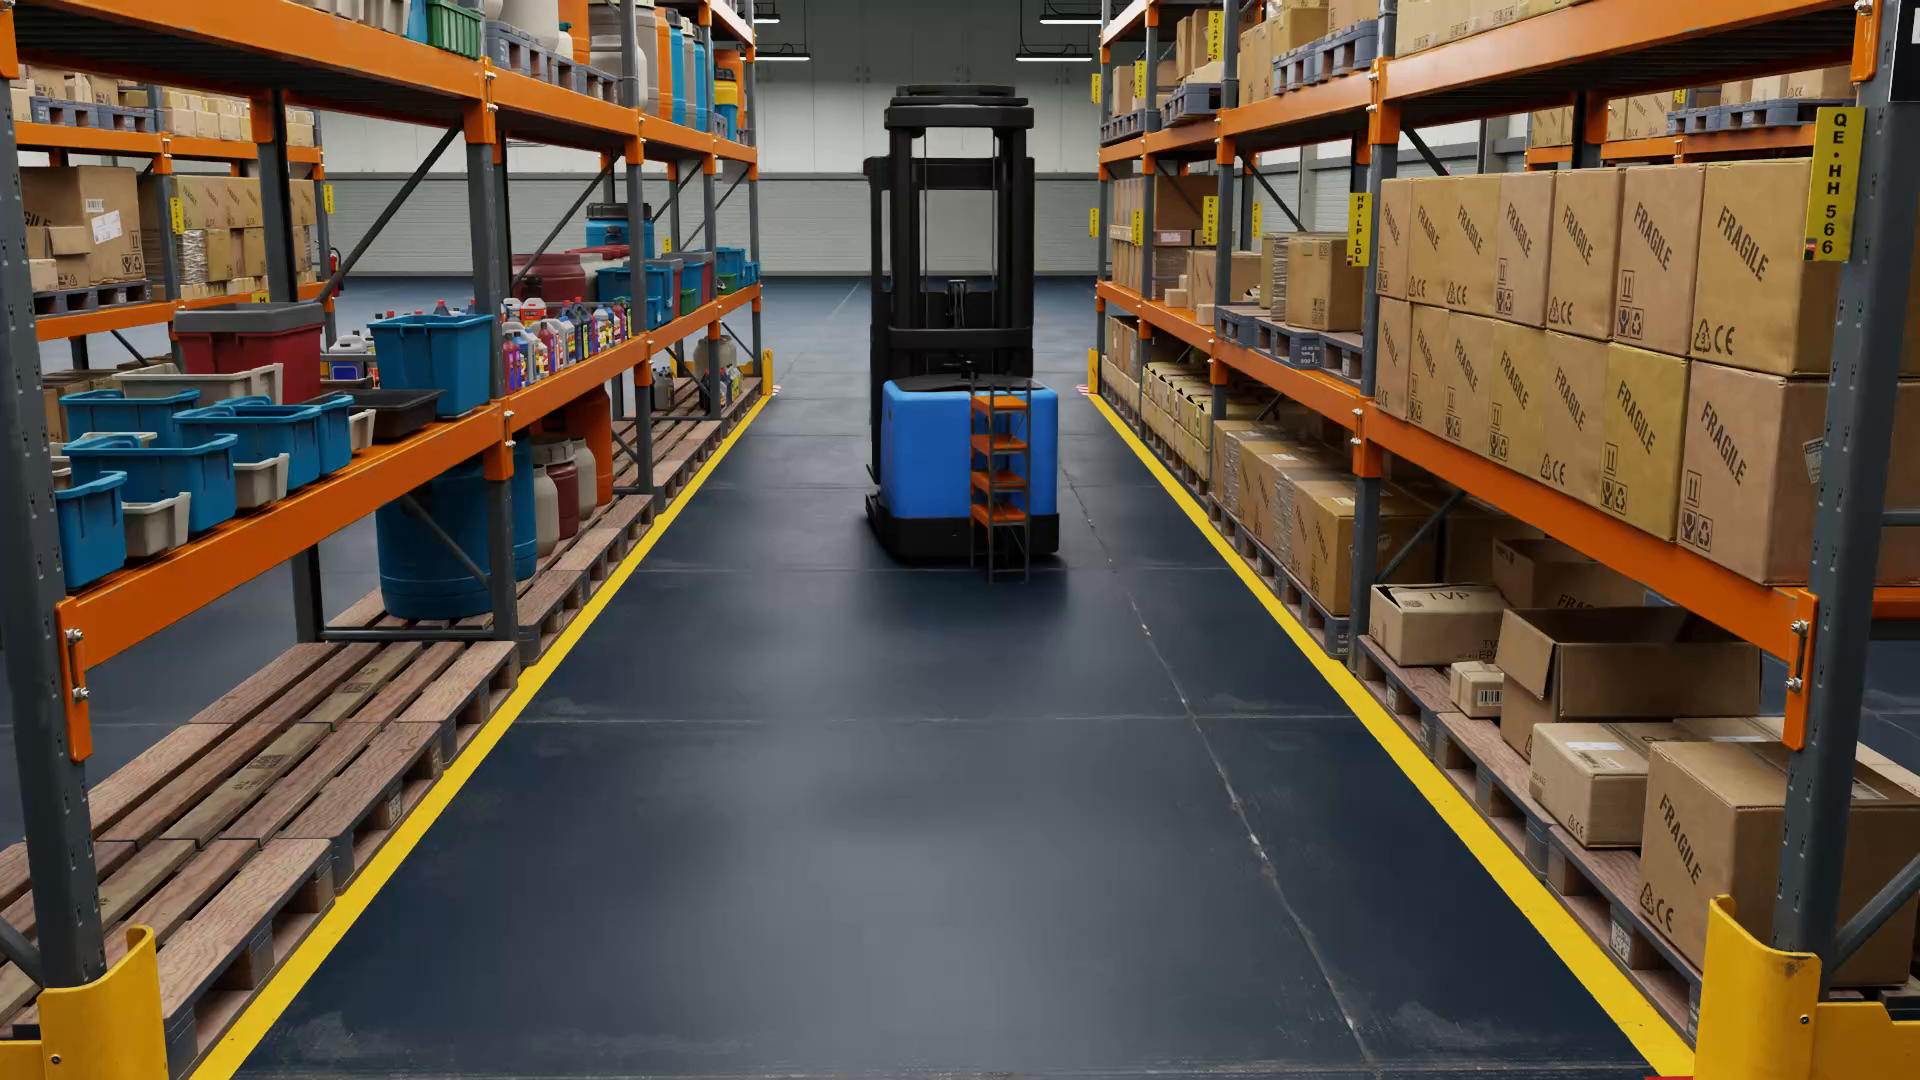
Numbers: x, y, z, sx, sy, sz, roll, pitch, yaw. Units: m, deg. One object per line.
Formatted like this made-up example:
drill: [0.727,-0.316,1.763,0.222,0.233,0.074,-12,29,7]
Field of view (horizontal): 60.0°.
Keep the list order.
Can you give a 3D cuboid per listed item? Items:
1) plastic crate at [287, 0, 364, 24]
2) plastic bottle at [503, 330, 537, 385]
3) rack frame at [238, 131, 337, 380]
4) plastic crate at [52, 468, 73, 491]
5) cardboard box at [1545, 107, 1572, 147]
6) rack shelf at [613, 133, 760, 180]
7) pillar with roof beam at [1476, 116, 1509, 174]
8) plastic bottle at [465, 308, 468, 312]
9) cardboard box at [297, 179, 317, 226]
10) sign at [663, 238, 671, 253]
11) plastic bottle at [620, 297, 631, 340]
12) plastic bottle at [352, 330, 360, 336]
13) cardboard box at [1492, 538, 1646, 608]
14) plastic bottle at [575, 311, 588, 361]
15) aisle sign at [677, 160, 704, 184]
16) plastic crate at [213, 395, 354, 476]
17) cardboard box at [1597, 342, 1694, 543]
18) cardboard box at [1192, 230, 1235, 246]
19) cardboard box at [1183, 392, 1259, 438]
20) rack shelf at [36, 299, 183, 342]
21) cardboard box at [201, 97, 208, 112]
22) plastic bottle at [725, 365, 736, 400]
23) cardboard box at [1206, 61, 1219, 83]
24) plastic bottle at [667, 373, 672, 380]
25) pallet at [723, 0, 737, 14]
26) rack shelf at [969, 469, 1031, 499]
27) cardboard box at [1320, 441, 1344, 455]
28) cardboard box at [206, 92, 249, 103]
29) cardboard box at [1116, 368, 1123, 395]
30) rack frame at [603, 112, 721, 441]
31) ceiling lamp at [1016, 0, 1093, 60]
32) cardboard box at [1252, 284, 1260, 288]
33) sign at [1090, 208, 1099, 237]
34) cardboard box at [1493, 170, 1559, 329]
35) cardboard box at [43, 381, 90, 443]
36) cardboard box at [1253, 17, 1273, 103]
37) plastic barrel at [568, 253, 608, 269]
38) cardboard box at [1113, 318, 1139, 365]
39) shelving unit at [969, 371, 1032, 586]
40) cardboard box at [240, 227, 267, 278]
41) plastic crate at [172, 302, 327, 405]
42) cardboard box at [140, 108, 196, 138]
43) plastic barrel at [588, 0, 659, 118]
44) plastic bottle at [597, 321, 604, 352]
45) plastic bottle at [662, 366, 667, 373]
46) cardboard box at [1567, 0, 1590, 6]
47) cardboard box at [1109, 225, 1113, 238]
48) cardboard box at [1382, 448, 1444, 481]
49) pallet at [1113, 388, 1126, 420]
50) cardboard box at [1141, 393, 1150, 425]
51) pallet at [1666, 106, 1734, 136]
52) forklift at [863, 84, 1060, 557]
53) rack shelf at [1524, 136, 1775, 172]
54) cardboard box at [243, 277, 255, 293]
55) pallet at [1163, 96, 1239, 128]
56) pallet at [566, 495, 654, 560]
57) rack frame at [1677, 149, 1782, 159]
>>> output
plastic crate: [-2.245,-1.879,5.530,0.437,0.282,0.530,0,11,-1]
plastic bottle: [-2.227,-0.926,8.390,0.152,0.276,0.135,0,11,-1]
rack frame: [-7.790,-3.185,19.215,1.000,3.000,0.127,0,11,-1]
plastic crate: [-2.697,-0.144,4.738,0.396,0.136,0.243,0,11,-1]
cardboard box: [6.799,-4.601,18.346,0.500,0.500,0.500,1,11,3]
rack shelf: [-2.797,-3.925,17.129,1.077,0.370,4.000,0,11,-1]
pillar with roof beam: [3.518,-7.226,24.043,9.100,9.000,0.400,0,11,-1]
plastic bottle: [-2.995,-1.277,10.135,0.097,0.271,0.097,0,11,0]
cardboard box: [-7.532,-3.762,18.542,0.500,0.500,0.500,0,11,-1]
sign: [-3.389,-3.340,19.281,0.100,0.325,0.005,0,11,-1]
plastic bottle: [-2.238,-1.479,11.101,0.061,0.283,0.133,0,11,-1]
plastic bottle: [-2.972,-0.886,8.174,0.061,0.283,0.133,0,11,-1]
cardboard box: [2.657,0.282,7.306,0.500,0.500,0.500,0,11,-1]
plastic bottle: [-2.208,-1.189,9.669,0.061,0.283,0.133,0,11,-1]
aisle sign: [-3.133,-4.493,19.121,0.394,0.787,0.004,0,11,-1]
plastic crate: [-2.217,-0.344,5.482,0.416,0.233,0.300,0,11,-1]
cardboard box: [2.149,-0.285,4.666,0.500,0.500,0.500,0,11,-1]
cardboard box: [2.385,-2.851,15.686,0.380,0.149,0.250,0,11,-1]
cardboard box: [2.005,-0.974,12.767,0.500,0.311,0.500,0,11,-2]
rack shelf: [-7.666,-1.640,13.408,1.077,0.370,4.000,0,11,-1]
cardboard box: [-7.512,-4.203,16.063,0.380,0.149,0.250,0,11,1]
plastic bottle: [-2.370,-1.612,17.016,0.144,0.351,0.185,0,11,-2]
cardboard box: [2.184,-3.545,12.766,0.500,0.250,0.500,0,11,-2]
plastic bottle: [-2.961,-1.557,16.914,0.061,0.283,0.133,0,11,-1]
pallet: [-2.829,-5.469,16.864,1.003,0.211,1.213,0,11,-1]
rack shelf: [0.236,-0.310,9.896,0.258,0.148,0.480,-3,12,-12]
cardboard box: [2.544,-0.338,10.359,0.500,0.500,0.500,-1,11,-3]
cardboard box: [-7.505,-4.788,17.314,0.500,0.500,0.500,0,11,-1]
cardboard box: [1.932,-1.678,17.644,0.500,0.250,0.500,0,11,-1]
rack frame: [-2.756,-2.410,15.396,1.000,3.000,0.127,0,11,-1]
ceiling lamp: [2.446,-14.086,43.179,2.000,3.185,0.800,0,11,-1]
cardboard box: [2.454,-1.770,12.463,0.500,0.311,0.500,0,11,-2]
sign: [1.559,-3.687,19.313,0.100,0.325,0.005,0,11,-1]
cardboard box: [2.123,-0.977,5.562,0.500,0.500,0.500,0,11,1]
cardboard box: [-7.713,-1.052,13.883,0.700,0.500,0.500,-1,12,-6]
cardboard box: [2.332,-2.966,10.339,0.910,0.500,0.500,0,11,-1]
plastic barrel: [-2.917,-1.957,12.882,0.421,0.512,0.421,0,11,0]
cardboard box: [1.938,-2.145,18.060,0.500,0.500,0.500,0,11,-1]
shelving unit: [0.236,-0.375,9.882,0.258,1.200,0.503,-3,12,-12]
cardboard box: [-7.710,-2.973,17.168,0.875,0.500,0.500,0,11,-1]
plastic crate: [-2.823,-0.702,6.665,0.402,0.464,0.583,0,11,-1]
cardboard box: [-7.461,-3.877,15.459,0.500,0.250,0.500,-1,11,-3]
plastic barrel: [-2.473,-3.495,11.938,0.600,0.901,0.600,0,11,0]
plastic bottle: [-2.237,-1.254,10.197,0.097,0.201,0.097,0,11,0]
plastic bottle: [-3.126,-1.683,17.537,0.061,0.283,0.133,0,11,0]
cardboard box: [2.148,-1.741,4.929,0.500,0.250,0.500,0,11,-1]
cardboard box: [1.907,-3.513,18.949,0.380,0.149,0.250,0,11,-2]
cardboard box: [2.575,-0.494,9.243,0.500,0.250,0.500,0,11,-1]
pallet: [2.194,-1.465,17.748,1.003,0.211,1.213,0,11,-1]
cardboard box: [1.957,-1.207,15.324,0.500,0.250,0.500,-1,11,-3]
pallet: [7.055,-3.706,14.710,1.213,0.211,1.003,0,11,-1]
forklift: [-0.080,-1.572,11.437,1.130,2.935,3.031,-1,12,-7]
rack shelf: [7.108,-3.966,17.330,1.077,0.370,4.000,0,11,-1]
cardboard box: [-7.456,-2.609,17.007,0.380,0.149,0.250,0,11,-1]
pallet: [2.150,-3.369,13.053,1.003,0.211,1.213,0,11,1]
pallet: [-2.615,-0.092,10.982,1.003,0.211,1.213,0,11,-1]
rack frame: [7.149,-2.451,15.597,1.000,3.000,0.127,0,11,-1]
